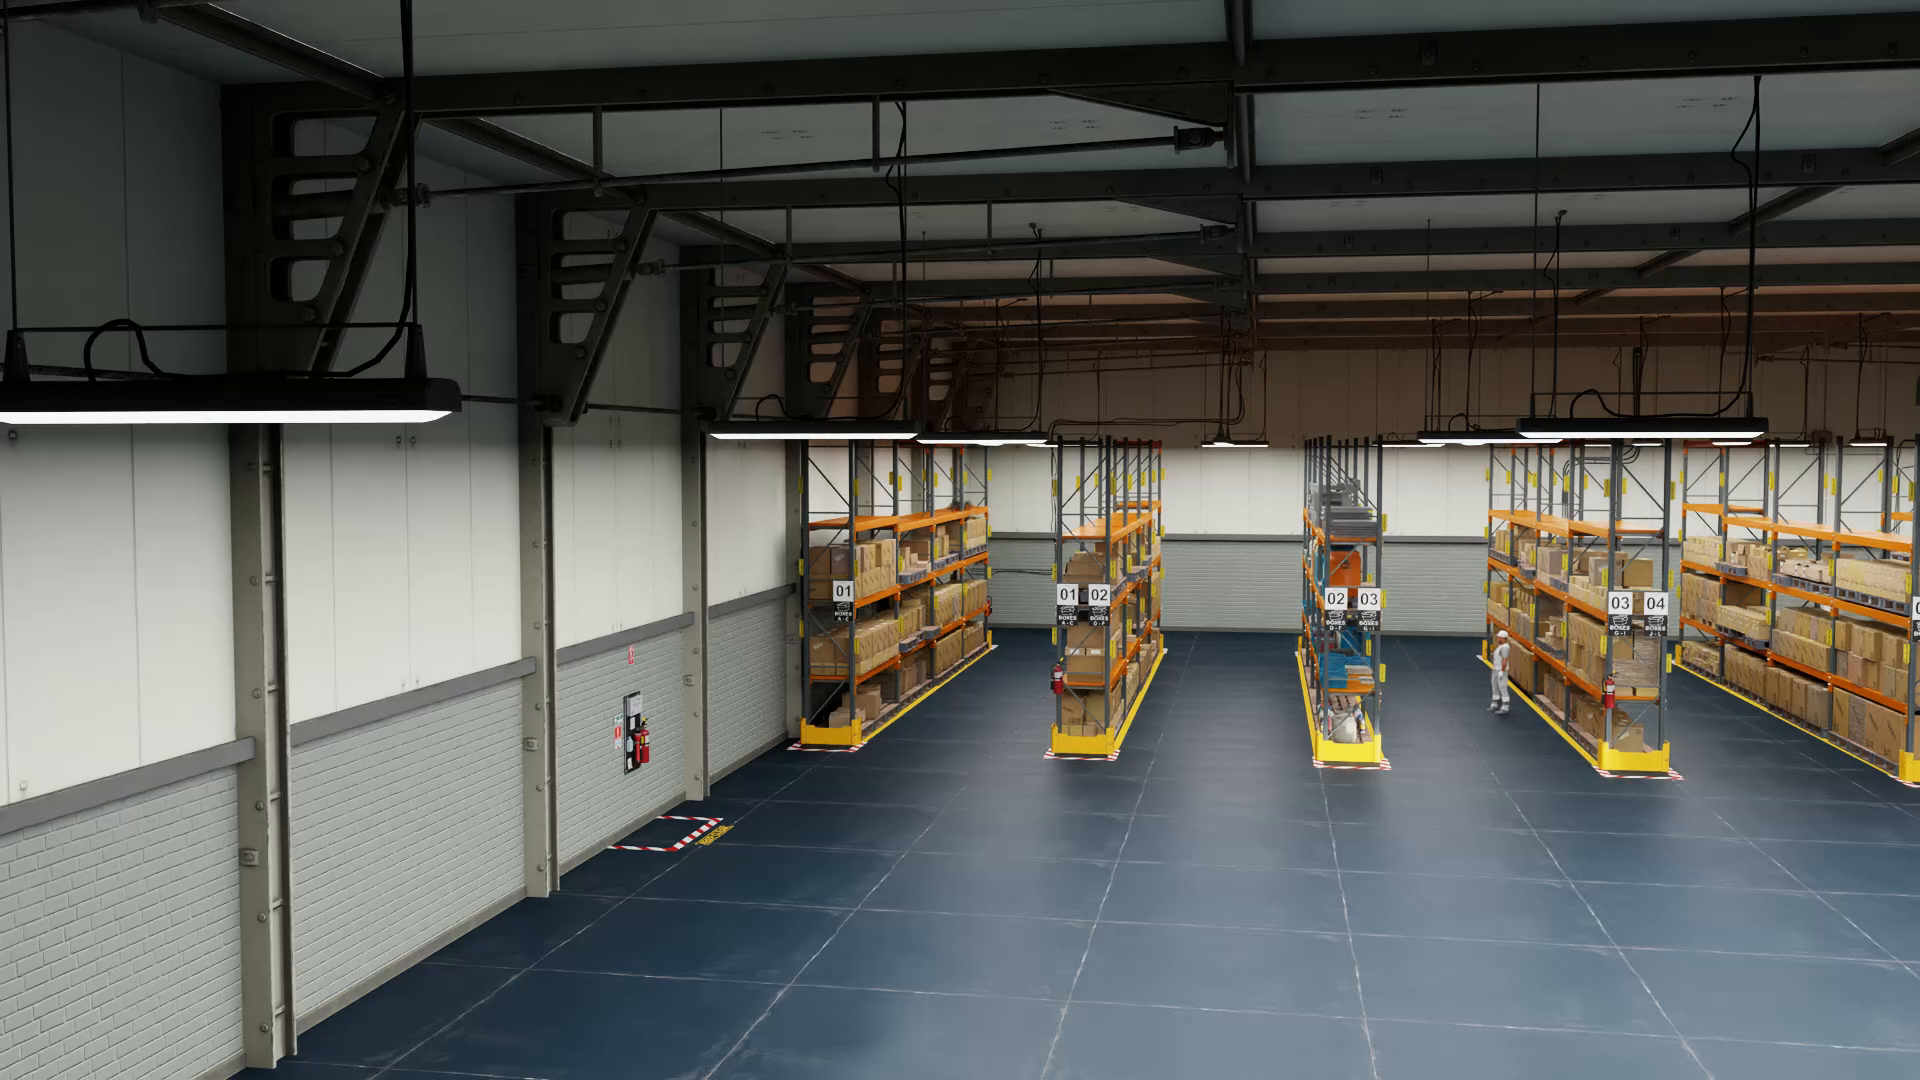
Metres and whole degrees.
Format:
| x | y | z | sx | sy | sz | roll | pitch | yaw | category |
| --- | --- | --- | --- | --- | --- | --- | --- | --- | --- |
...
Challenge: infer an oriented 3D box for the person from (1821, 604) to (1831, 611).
| x | y | z | sx | sy | sz | roll | pitch | yaw | category |
| --- | --- | --- | --- | --- | --- | --- | --- | --- | --- |
| 24.916 | 2.256 | 47.667 | 0.573 | 1.752 | 0.576 | 0 | 3 | -4 | person |

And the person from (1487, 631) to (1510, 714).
| x | y | z | sx | sy | sz | roll | pitch | yaw | category |
| --- | --- | --- | --- | --- | --- | --- | --- | --- | --- |
| 11.759 | 2.864 | 36.251 | 0.463 | 1.785 | 0.608 | 0 | 3 | -6 | person |
